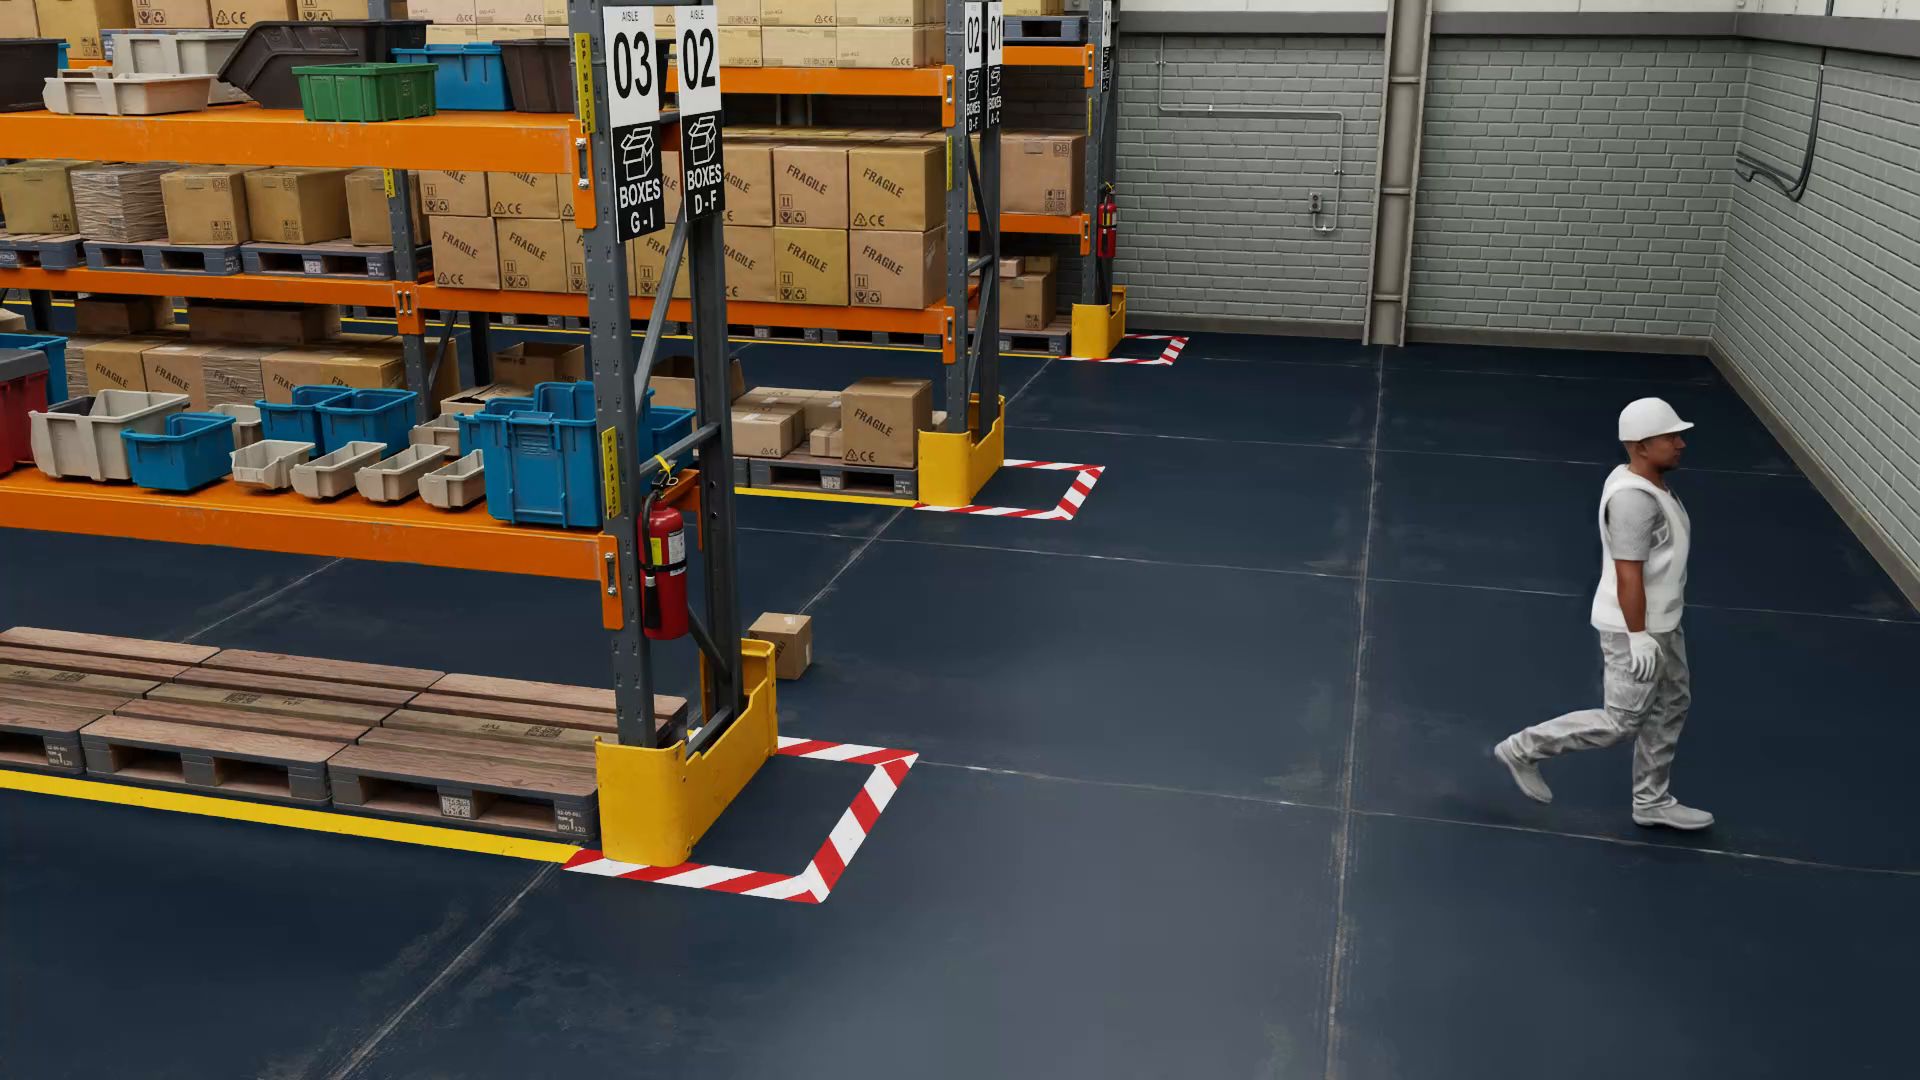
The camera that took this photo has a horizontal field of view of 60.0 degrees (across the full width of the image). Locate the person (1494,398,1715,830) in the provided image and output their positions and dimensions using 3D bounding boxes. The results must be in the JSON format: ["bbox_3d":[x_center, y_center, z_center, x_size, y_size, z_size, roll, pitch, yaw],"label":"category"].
[{"bbox_3d":[2.624,0.308,6.560,0.854,1.761,0.553,9,20,25],"label":"person"}]
